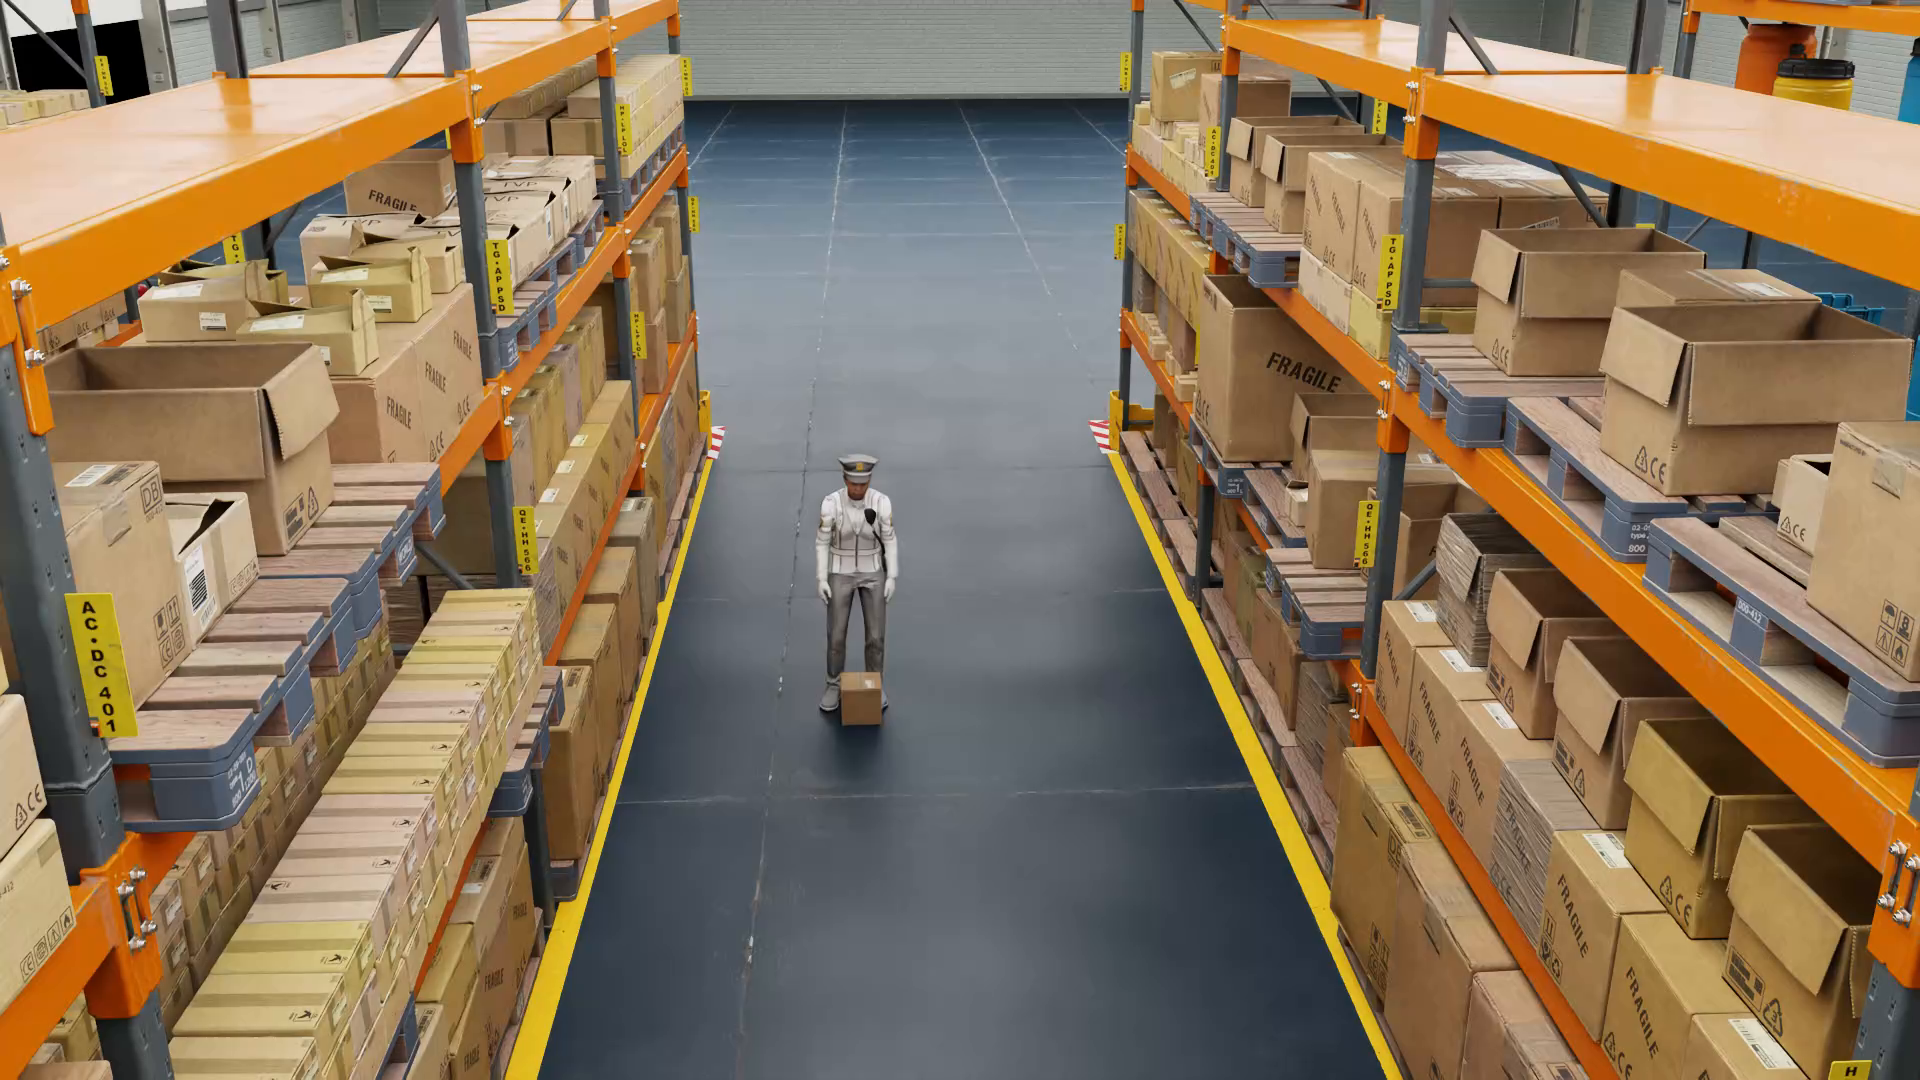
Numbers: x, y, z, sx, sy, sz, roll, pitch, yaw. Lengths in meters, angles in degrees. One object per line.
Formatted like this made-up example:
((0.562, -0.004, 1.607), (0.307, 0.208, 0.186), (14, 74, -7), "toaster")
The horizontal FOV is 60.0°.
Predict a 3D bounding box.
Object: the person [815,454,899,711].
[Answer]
((-0.643, 0.249, 10.409), (0.518, 1.663, 0.369), (-2, 21, -5), "person")
